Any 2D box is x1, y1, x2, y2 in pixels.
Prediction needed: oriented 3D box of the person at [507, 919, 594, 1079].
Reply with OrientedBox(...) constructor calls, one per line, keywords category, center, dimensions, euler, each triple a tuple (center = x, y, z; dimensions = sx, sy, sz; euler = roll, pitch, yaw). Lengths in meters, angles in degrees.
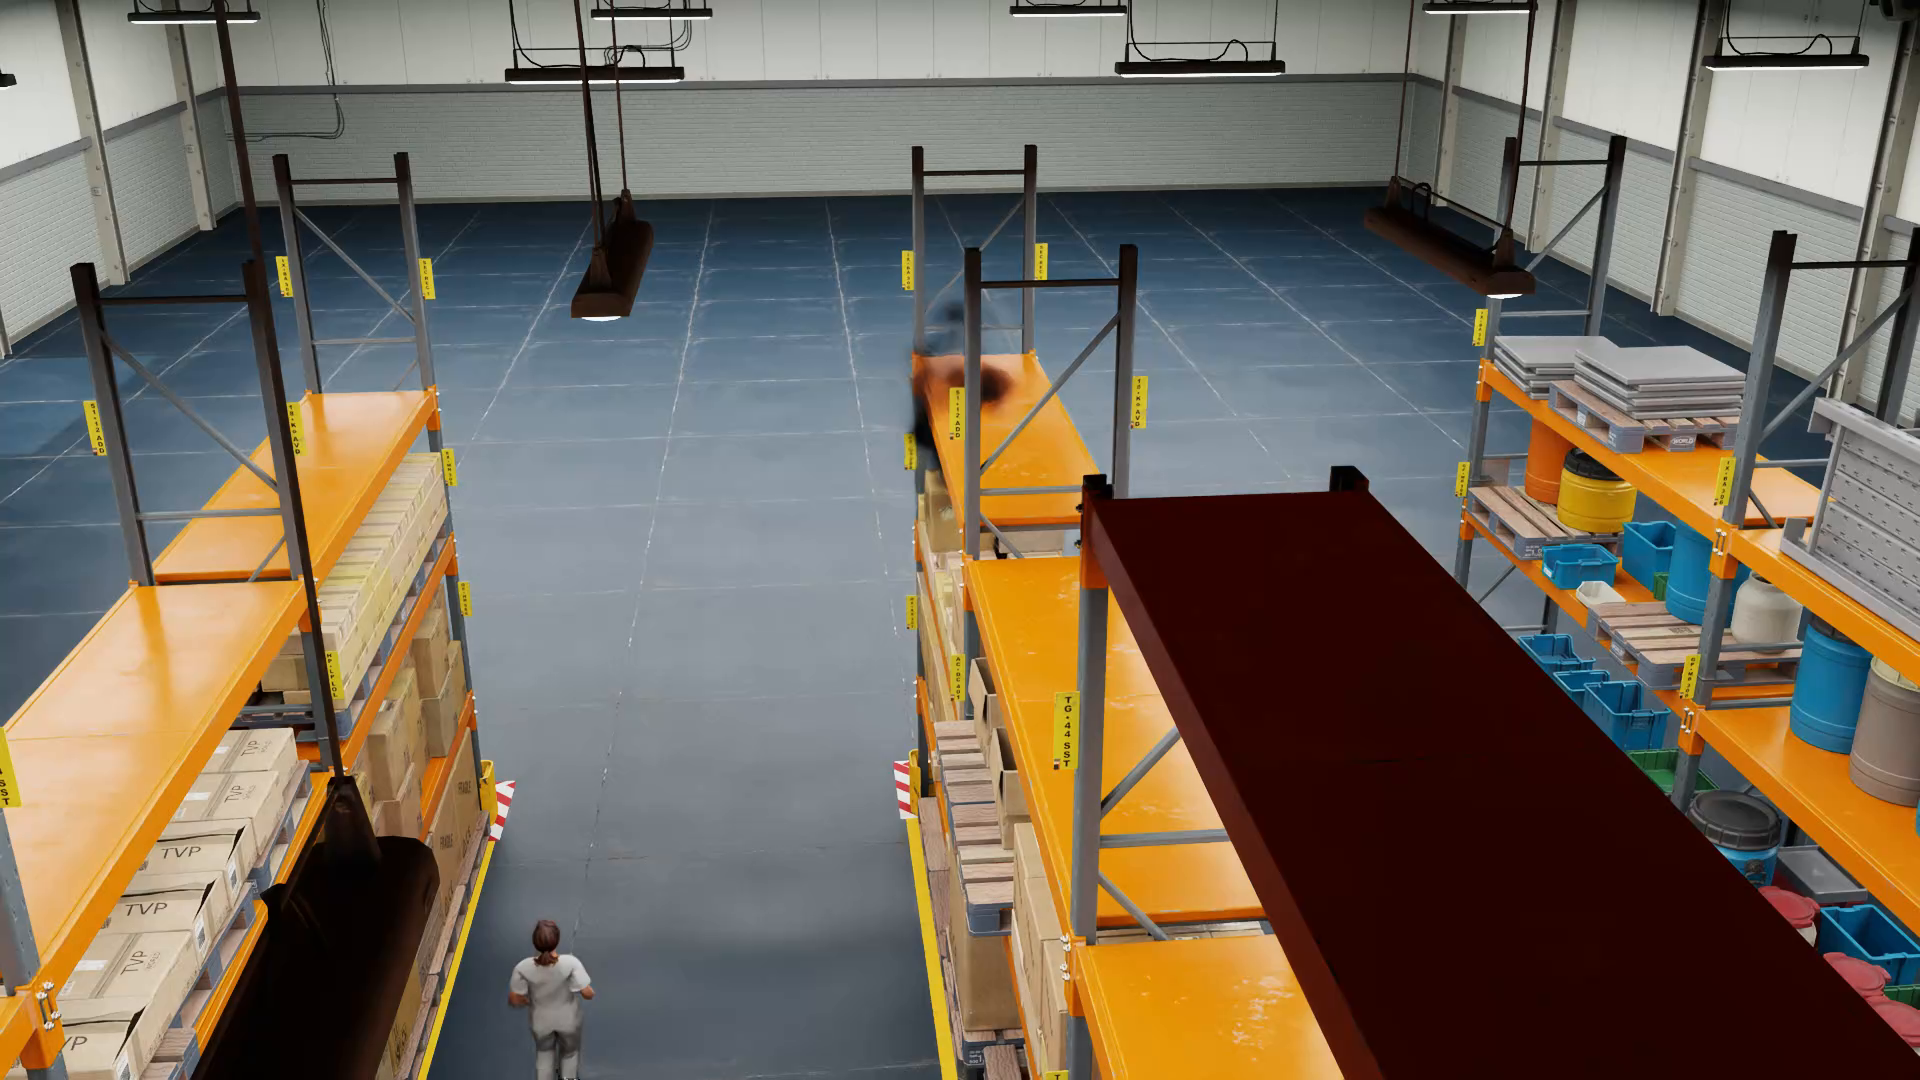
OrientedBox(category="person", center=(-2.731, 3.249, 11.227), dimensions=(0.561, 1.620, 0.588), euler=(-3, 22, -6))
